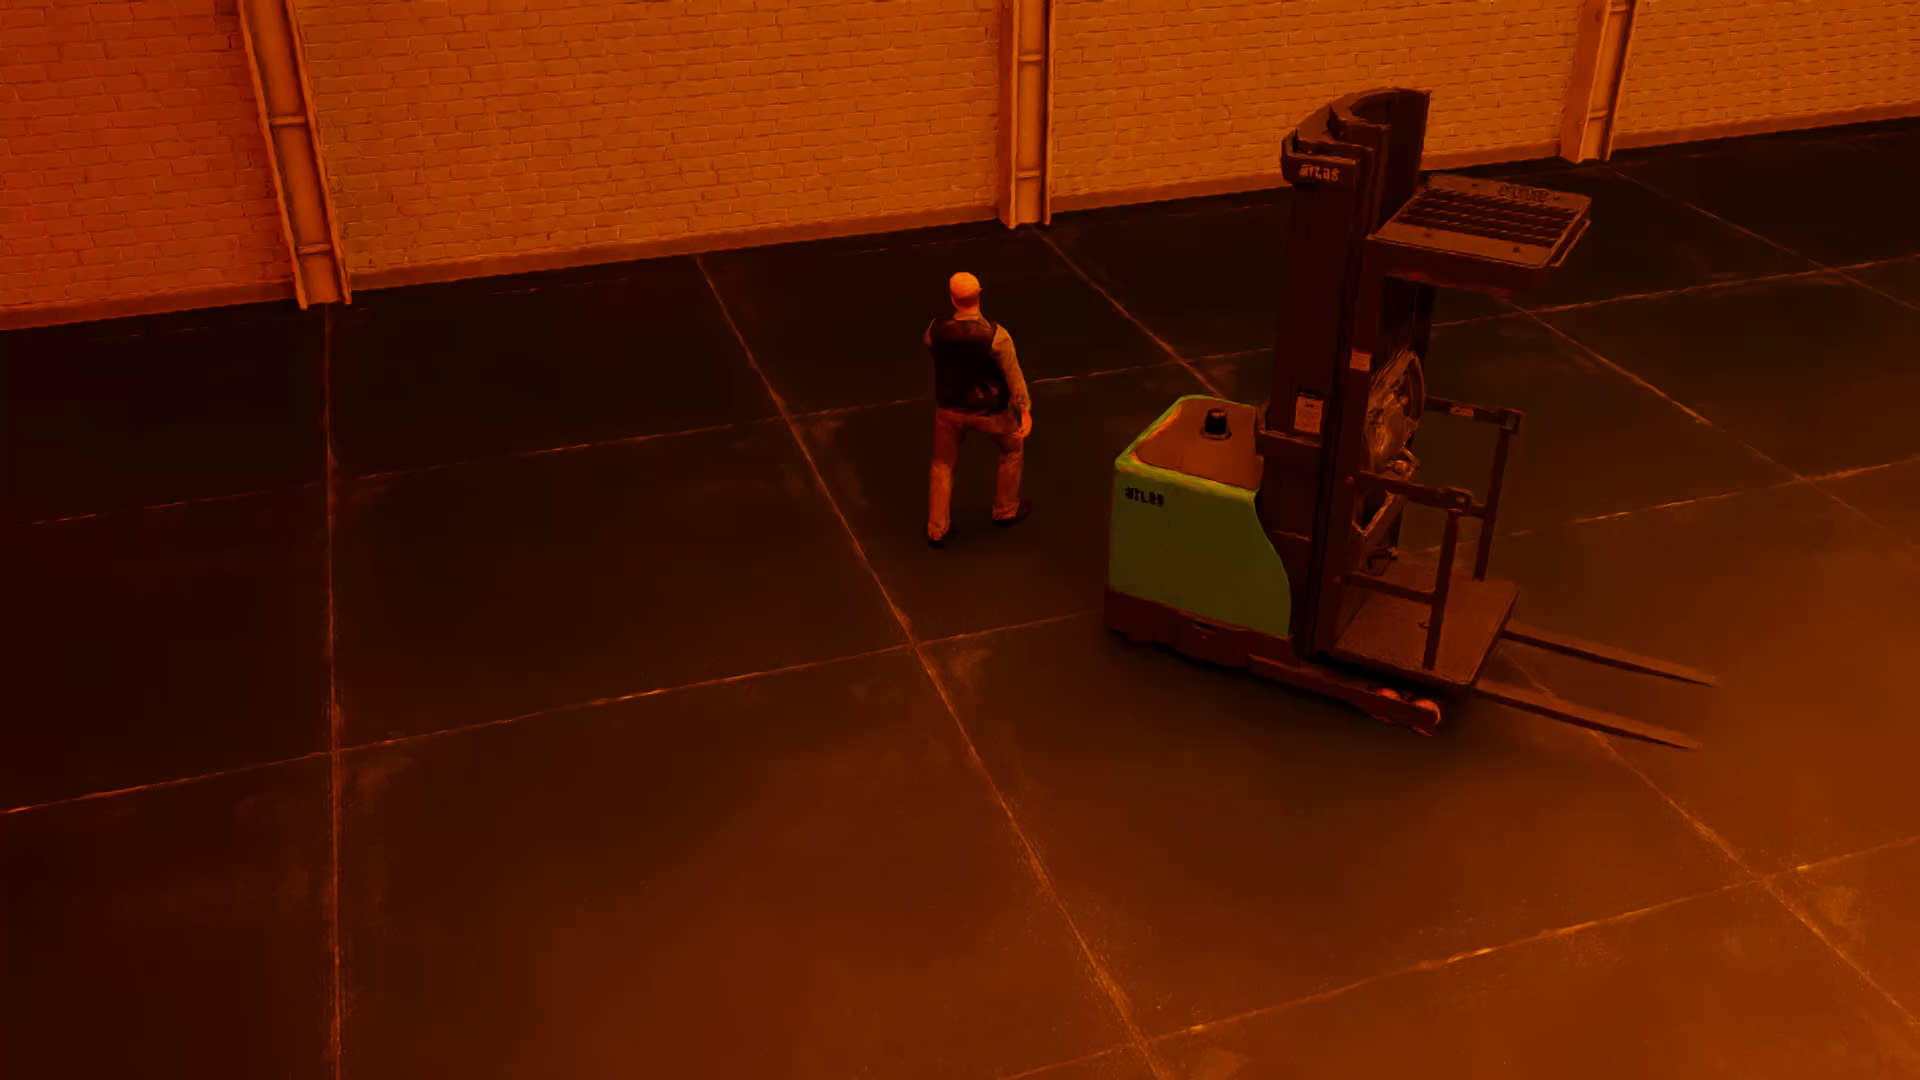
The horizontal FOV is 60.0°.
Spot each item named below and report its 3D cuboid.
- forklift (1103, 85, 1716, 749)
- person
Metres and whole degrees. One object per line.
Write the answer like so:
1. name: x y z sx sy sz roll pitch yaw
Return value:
1. forklift: 2.323 -0.607 8.142 3.031 2.935 1.130 16 33 25
2. person: 0.118 -0.798 9.768 0.662 1.659 0.723 6 31 11
